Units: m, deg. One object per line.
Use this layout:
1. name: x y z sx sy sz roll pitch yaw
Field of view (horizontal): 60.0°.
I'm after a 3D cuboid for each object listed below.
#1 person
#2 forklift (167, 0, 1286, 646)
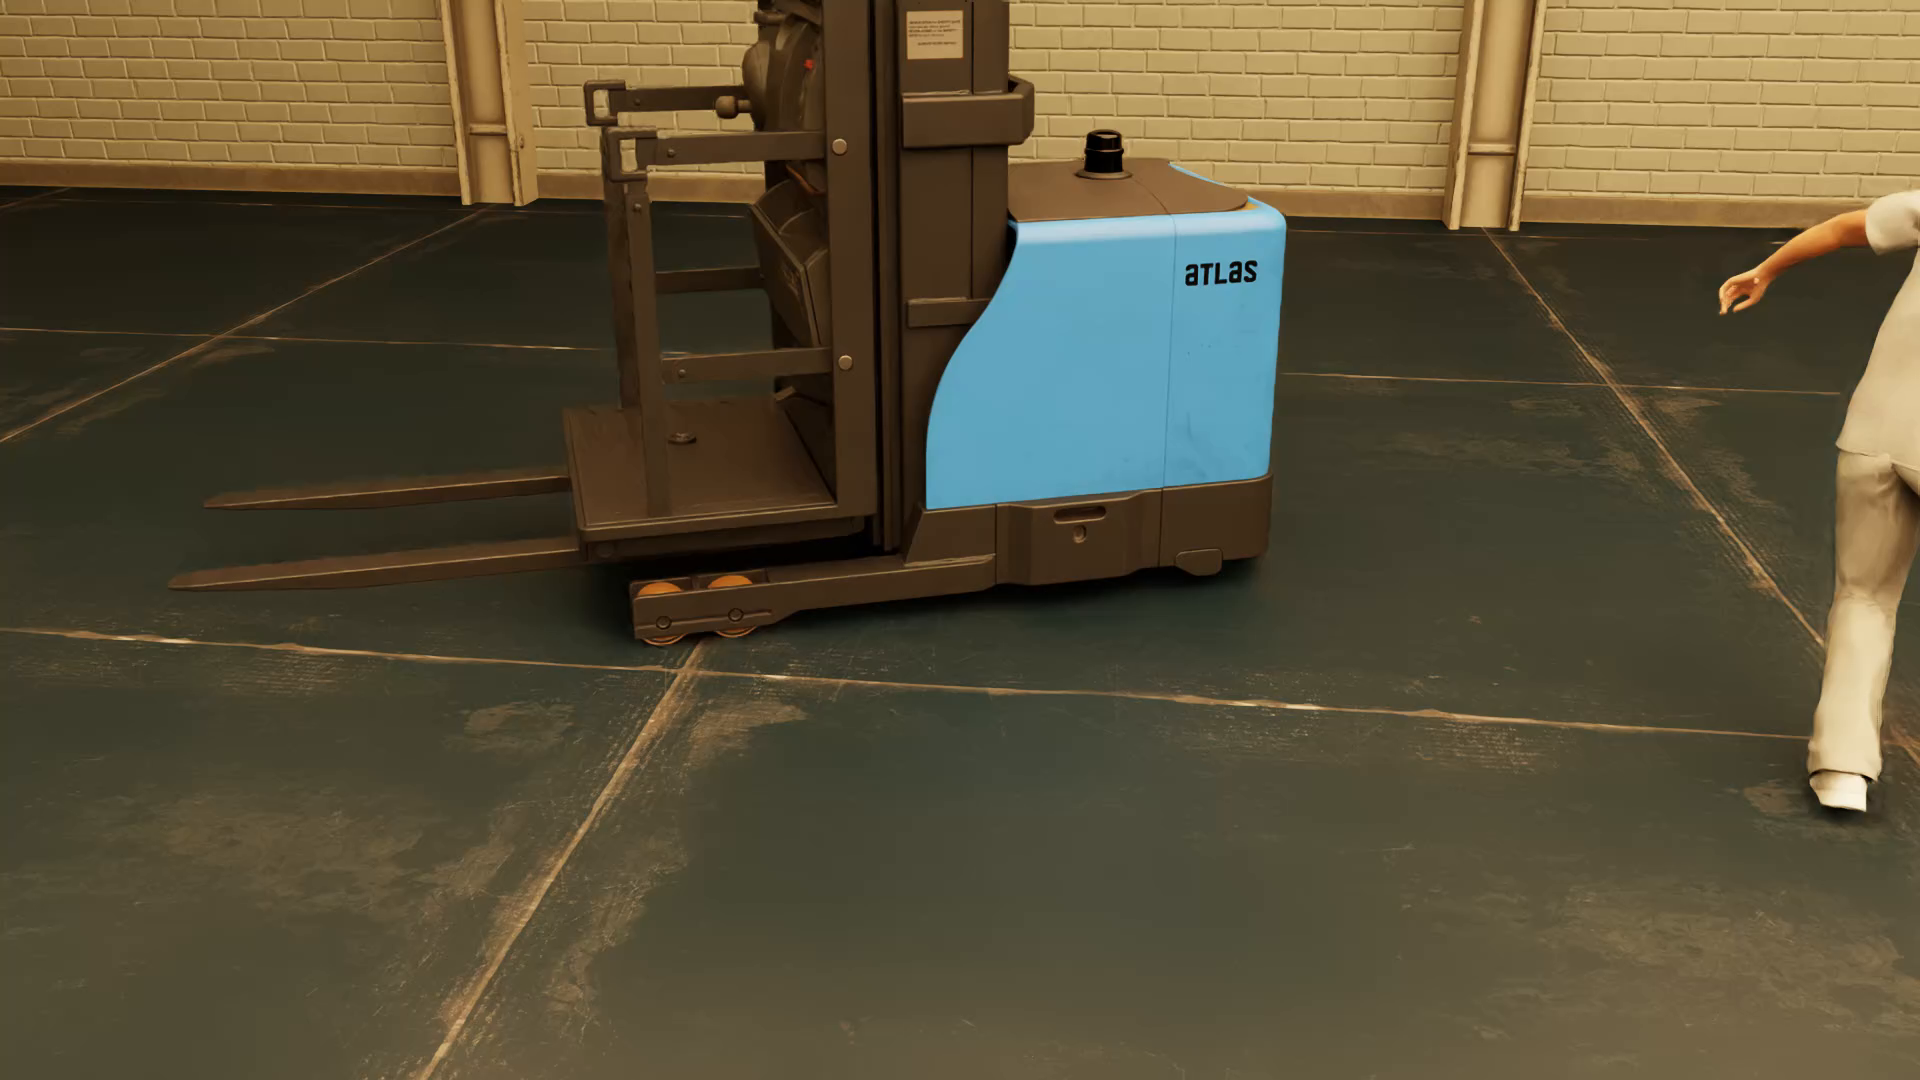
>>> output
1. person: 2.090 -0.170 3.668 0.603 1.591 1.069 -10 24 -24
2. forklift: -0.661 -1.294 4.468 3.031 2.935 1.130 -6 23 -14
